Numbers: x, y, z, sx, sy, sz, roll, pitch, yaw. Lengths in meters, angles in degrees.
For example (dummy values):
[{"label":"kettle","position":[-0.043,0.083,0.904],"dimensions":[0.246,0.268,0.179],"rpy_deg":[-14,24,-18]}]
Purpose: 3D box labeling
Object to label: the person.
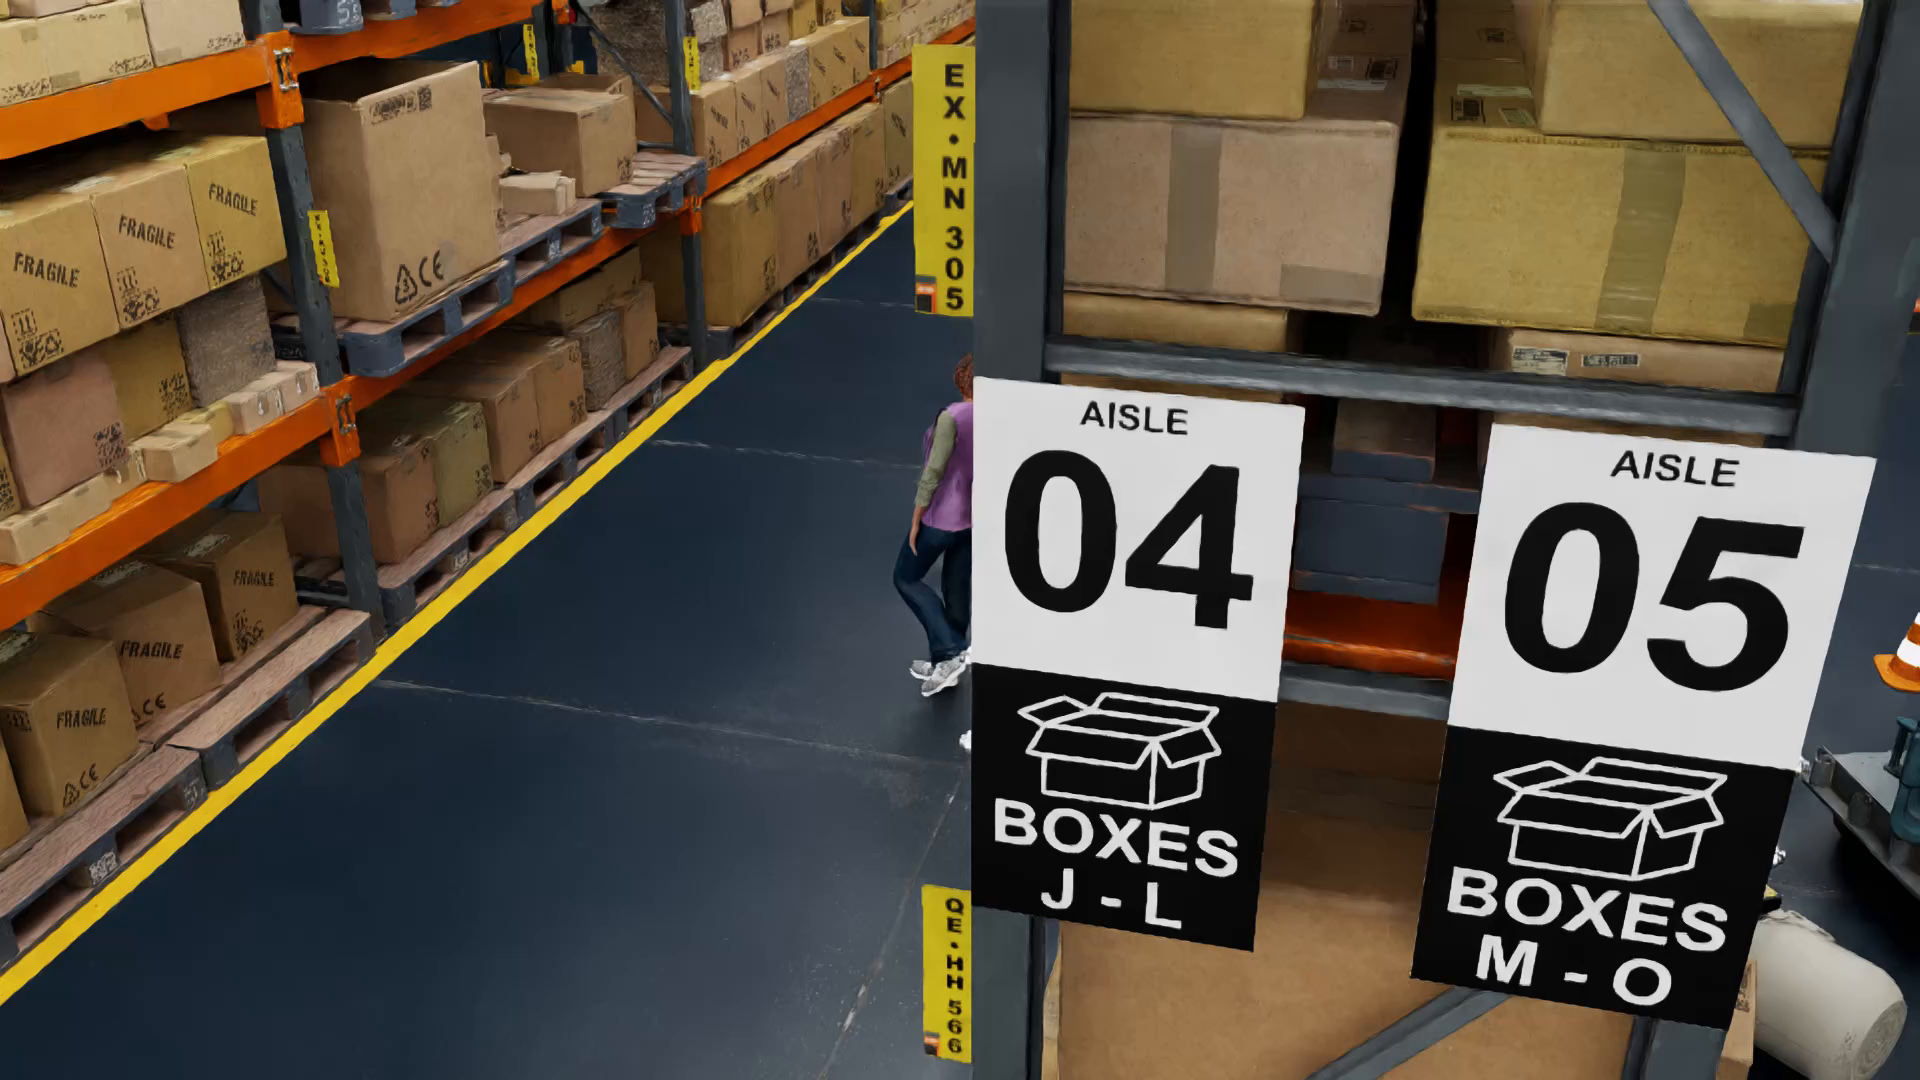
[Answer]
[{"label":"person","position":[-0.029,-0.070,7.268],"dimensions":[0.499,1.589,0.404],"rpy_deg":[-22,33,-37]}]
